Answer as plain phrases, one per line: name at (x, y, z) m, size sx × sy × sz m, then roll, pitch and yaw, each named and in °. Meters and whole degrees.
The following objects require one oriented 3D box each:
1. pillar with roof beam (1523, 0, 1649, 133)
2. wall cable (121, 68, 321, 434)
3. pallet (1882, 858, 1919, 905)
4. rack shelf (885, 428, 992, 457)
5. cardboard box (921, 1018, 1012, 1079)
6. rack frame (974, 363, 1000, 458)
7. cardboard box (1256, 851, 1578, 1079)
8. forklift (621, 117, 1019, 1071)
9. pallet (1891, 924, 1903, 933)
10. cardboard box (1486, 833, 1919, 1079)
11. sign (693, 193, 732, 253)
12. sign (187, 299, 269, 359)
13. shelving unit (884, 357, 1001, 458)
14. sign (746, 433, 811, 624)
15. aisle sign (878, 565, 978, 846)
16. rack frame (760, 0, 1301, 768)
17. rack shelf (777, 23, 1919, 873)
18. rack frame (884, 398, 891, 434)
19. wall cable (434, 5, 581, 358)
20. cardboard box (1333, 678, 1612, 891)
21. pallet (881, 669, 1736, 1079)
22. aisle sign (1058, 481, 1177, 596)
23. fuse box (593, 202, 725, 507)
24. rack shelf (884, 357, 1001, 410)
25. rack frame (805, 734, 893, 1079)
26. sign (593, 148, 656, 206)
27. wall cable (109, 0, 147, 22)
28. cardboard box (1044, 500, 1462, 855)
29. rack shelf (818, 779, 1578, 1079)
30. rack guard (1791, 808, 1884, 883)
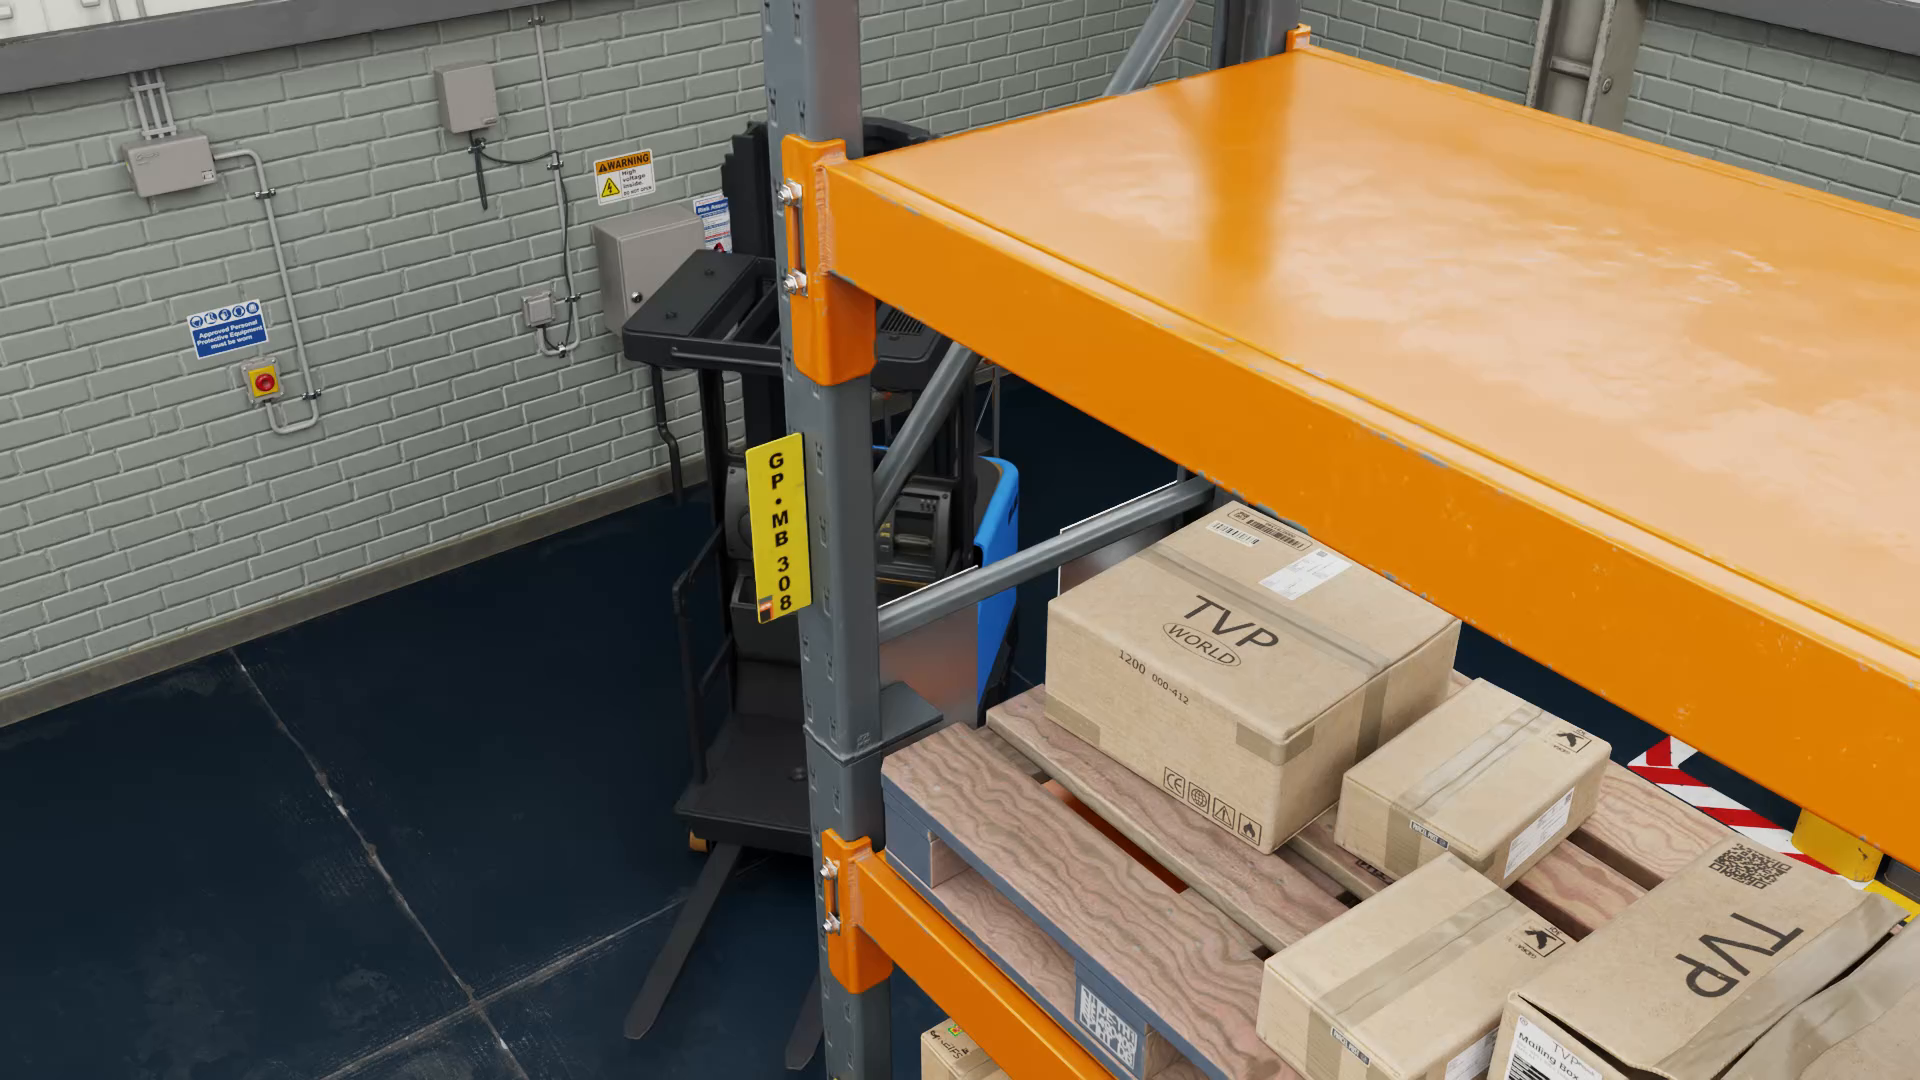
pillar with roof beam at (-0.273, -2.692, 5.055) m, size 9.100 × 9.000 × 0.400 m, roll -22°, pitch 38°, yaw -31°
wall cable at (-3.325, -1.301, 7.509) m, size 0.585 × 1.953 × 0.123 m, roll -22°, pitch 38°, yaw -31°
pallet at (4.606, 1.427, 6.752) m, size 1.003 × 0.211 × 1.213 m, roll -22°, pitch 38°, yaw -31°
rack shelf at (-0.101, -0.355, 9.184) m, size 0.431 × 0.518 × 0.480 m, roll -22°, pitch 38°, yaw -31°
cardboard box at (0.150, 0.981, 3.170) m, size 0.380 × 0.149 × 0.250 m, roll -21°, pitch 38°, yaw -30°
rack frame at (0.048, -0.859, 8.643) m, size 0.400 × 2.100 × 0.015 m, roll -22°, pitch 38°, yaw -31°
cardboard box at (0.636, 0.626, 2.301) m, size 0.380 × 0.149 × 0.250 m, roll -21°, pitch 37°, yaw -30°
forklift at (-0.540, -0.013, 6.493) m, size 1.130 × 2.935 × 3.031 m, roll 7°, pitch 33°, yaw 11°
pallet at (1.366, 1.064, 1.934) m, size 1.003 × 0.211 × 1.213 m, roll -22°, pitch 38°, yaw -31°
cardboard box at (1.029, 0.669, 2.078) m, size 0.500 × 0.311 × 0.500 m, roll -22°, pitch 38°, yaw -31°
sign at (-1.313, -1.681, 9.203) m, size 0.329 × 0.494 × 0.001 m, roll -22°, pitch 38°, yaw -31°
sign at (-3.401, -0.981, 7.730) m, size 0.327 × 0.218 × 0.001 m, roll -22°, pitch 38°, yaw -31°
shelving unit at (-0.101, -0.961, 8.807) m, size 0.431 × 2.100 × 0.503 m, roll -22°, pitch 38°, yaw -31°
sign at (-0.291, -0.016, 2.686) m, size 0.100 × 0.325 × 0.005 m, roll -22°, pitch 38°, yaw -31°
aisle sign at (-0.122, 0.446, 3.225) m, size 0.394 × 0.787 × 0.004 m, roll -22°, pitch 38°, yaw -31°
rack frame at (0.151, -1.062, 2.431) m, size 1.000 × 3.000 × 0.127 m, roll -22°, pitch 38°, yaw -31°
rack shelf at (1.377, 0.247, 1.384) m, size 1.077 × 0.370 × 4.000 m, roll -22°, pitch 38°, yaw -31°
rack frame at (-0.251, -1.063, 8.971) m, size 0.400 × 2.100 × 0.015 m, roll -22°, pitch 38°, yaw -31°
wall cable at (-2.212, -1.751, 8.264) m, size 0.588 × 1.984 × 0.122 m, roll -22°, pitch 38°, yaw -31°
cardboard box at (0.818, 0.405, 2.657) m, size 0.380 × 0.149 × 0.250 m, roll -26°, pitch 40°, yaw -35°
pallet at (0.614, 0.556, 2.753) m, size 1.003 × 0.211 × 1.213 m, roll -22°, pitch 38°, yaw -31°
aisle sign at (0.352, 0.252, 3.538) m, size 0.394 × 0.787 × 0.004 m, roll -22°, pitch 38°, yaw -31°
fuse box at (-1.577, -0.928, 9.122) m, size 0.539 × 1.711 × 0.414 m, roll -22°, pitch 38°, yaw -31°
rack shelf at (-0.101, -0.949, 8.814) m, size 0.431 × 0.518 × 0.480 m, roll -22°, pitch 38°, yaw -31°
rack frame at (0.151, 1.486, 4.014) m, size 1.000 × 3.000 × 0.127 m, roll -22°, pitch 38°, yaw -31°
sign at (-1.747, -1.894, 8.674) m, size 0.339 × 0.242 × 0.001 m, roll -22°, pitch 38°, yaw -31°
wall cable at (-3.560, -3.342, 6.101) m, size 0.463 × 3.000 × 0.029 m, roll -22°, pitch 38°, yaw -31°
cardboard box at (0.498, 0.213, 2.870) m, size 0.500 × 0.250 × 0.500 m, roll -26°, pitch 40°, yaw -36°
rack shelf at (1.377, 1.351, 2.070) m, size 1.077 × 0.370 × 4.000 m, roll -22°, pitch 38°, yaw -31°
rack guard at (4.116, 0.973, 7.210) m, size 1.175 × 0.500 × 0.348 m, roll -22°, pitch 38°, yaw -31°
